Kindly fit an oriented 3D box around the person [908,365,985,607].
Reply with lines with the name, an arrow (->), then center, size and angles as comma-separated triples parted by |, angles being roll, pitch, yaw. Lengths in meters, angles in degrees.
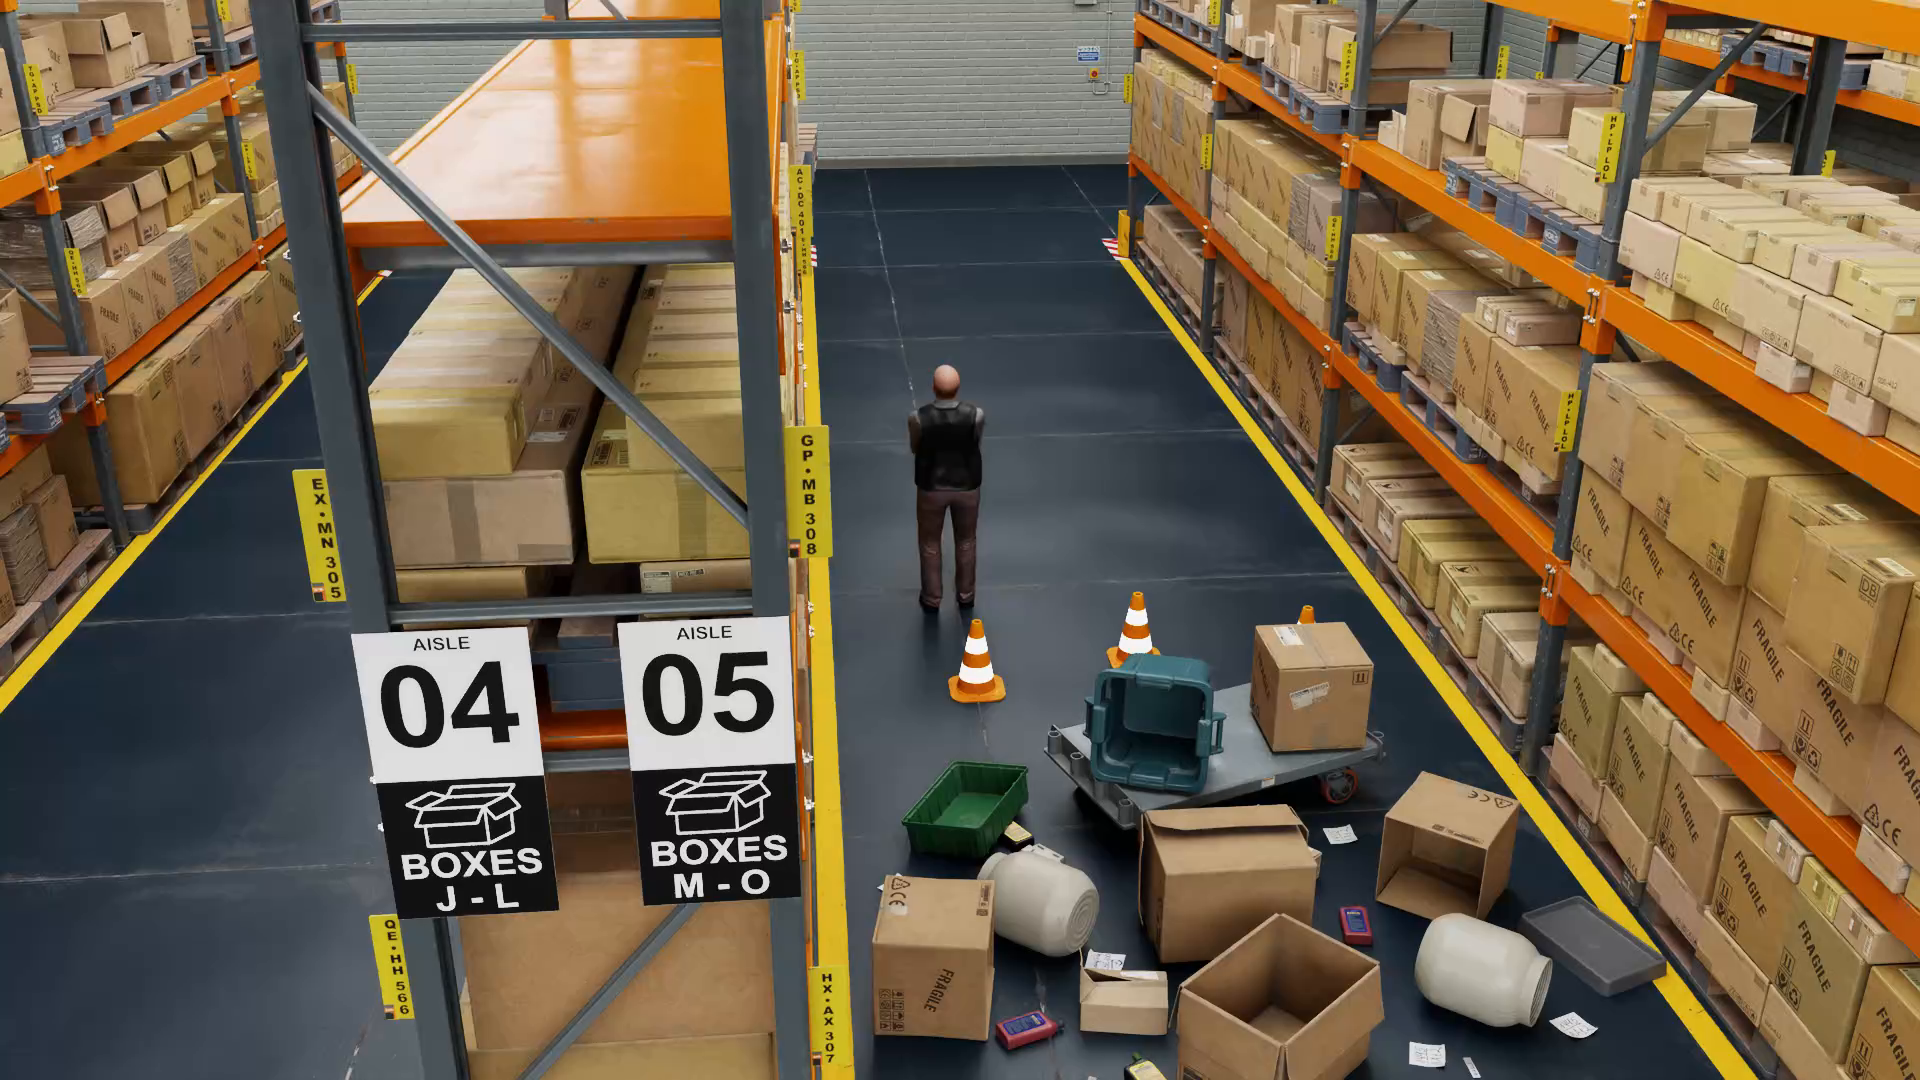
person -> -0.099, -0.361, 10.989 | 0.499, 1.583, 0.554 | -2, 24, -5
